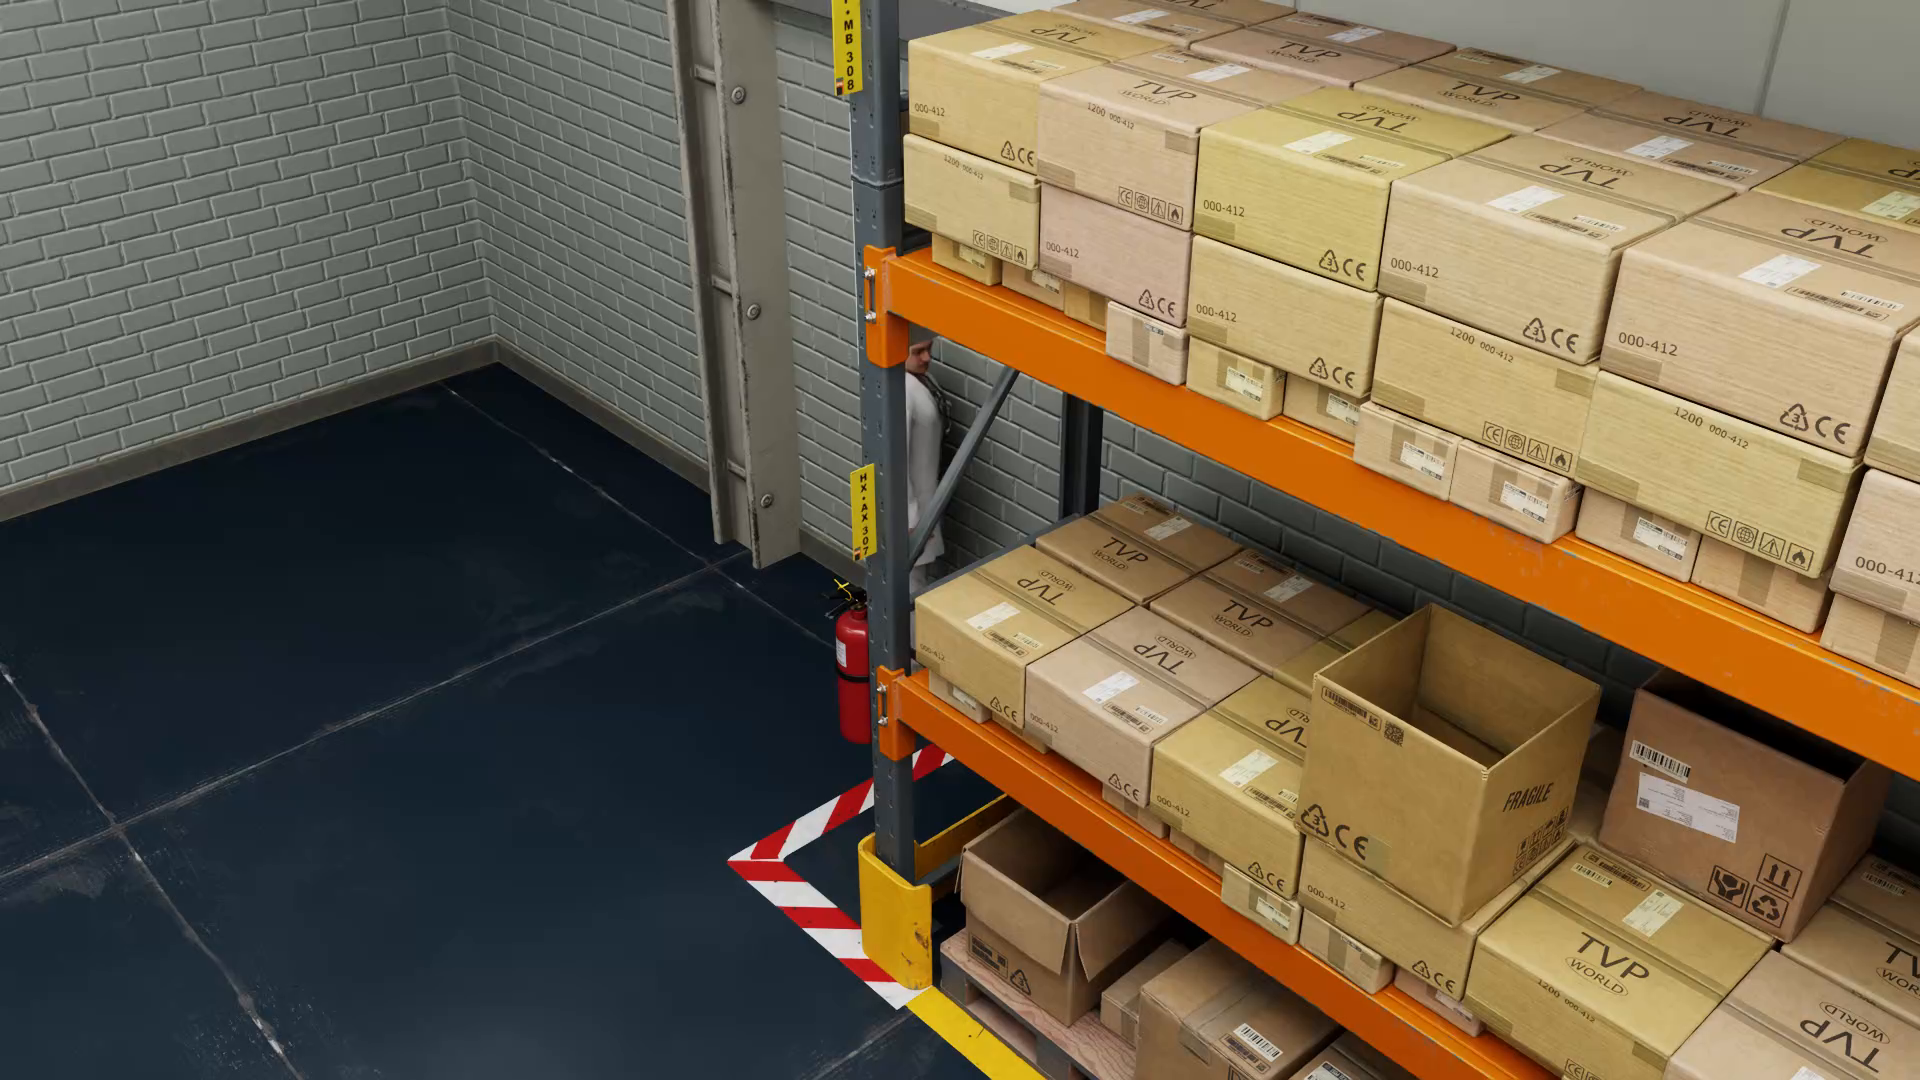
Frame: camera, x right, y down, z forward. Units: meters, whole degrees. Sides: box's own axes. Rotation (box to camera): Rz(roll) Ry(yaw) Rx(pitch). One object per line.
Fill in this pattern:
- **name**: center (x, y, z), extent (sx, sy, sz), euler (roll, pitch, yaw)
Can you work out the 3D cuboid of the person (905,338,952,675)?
- **person**: center (-0.187, -0.169, 7.392), extent (0.427, 1.809, 0.626), euler (2, 31, 3)
